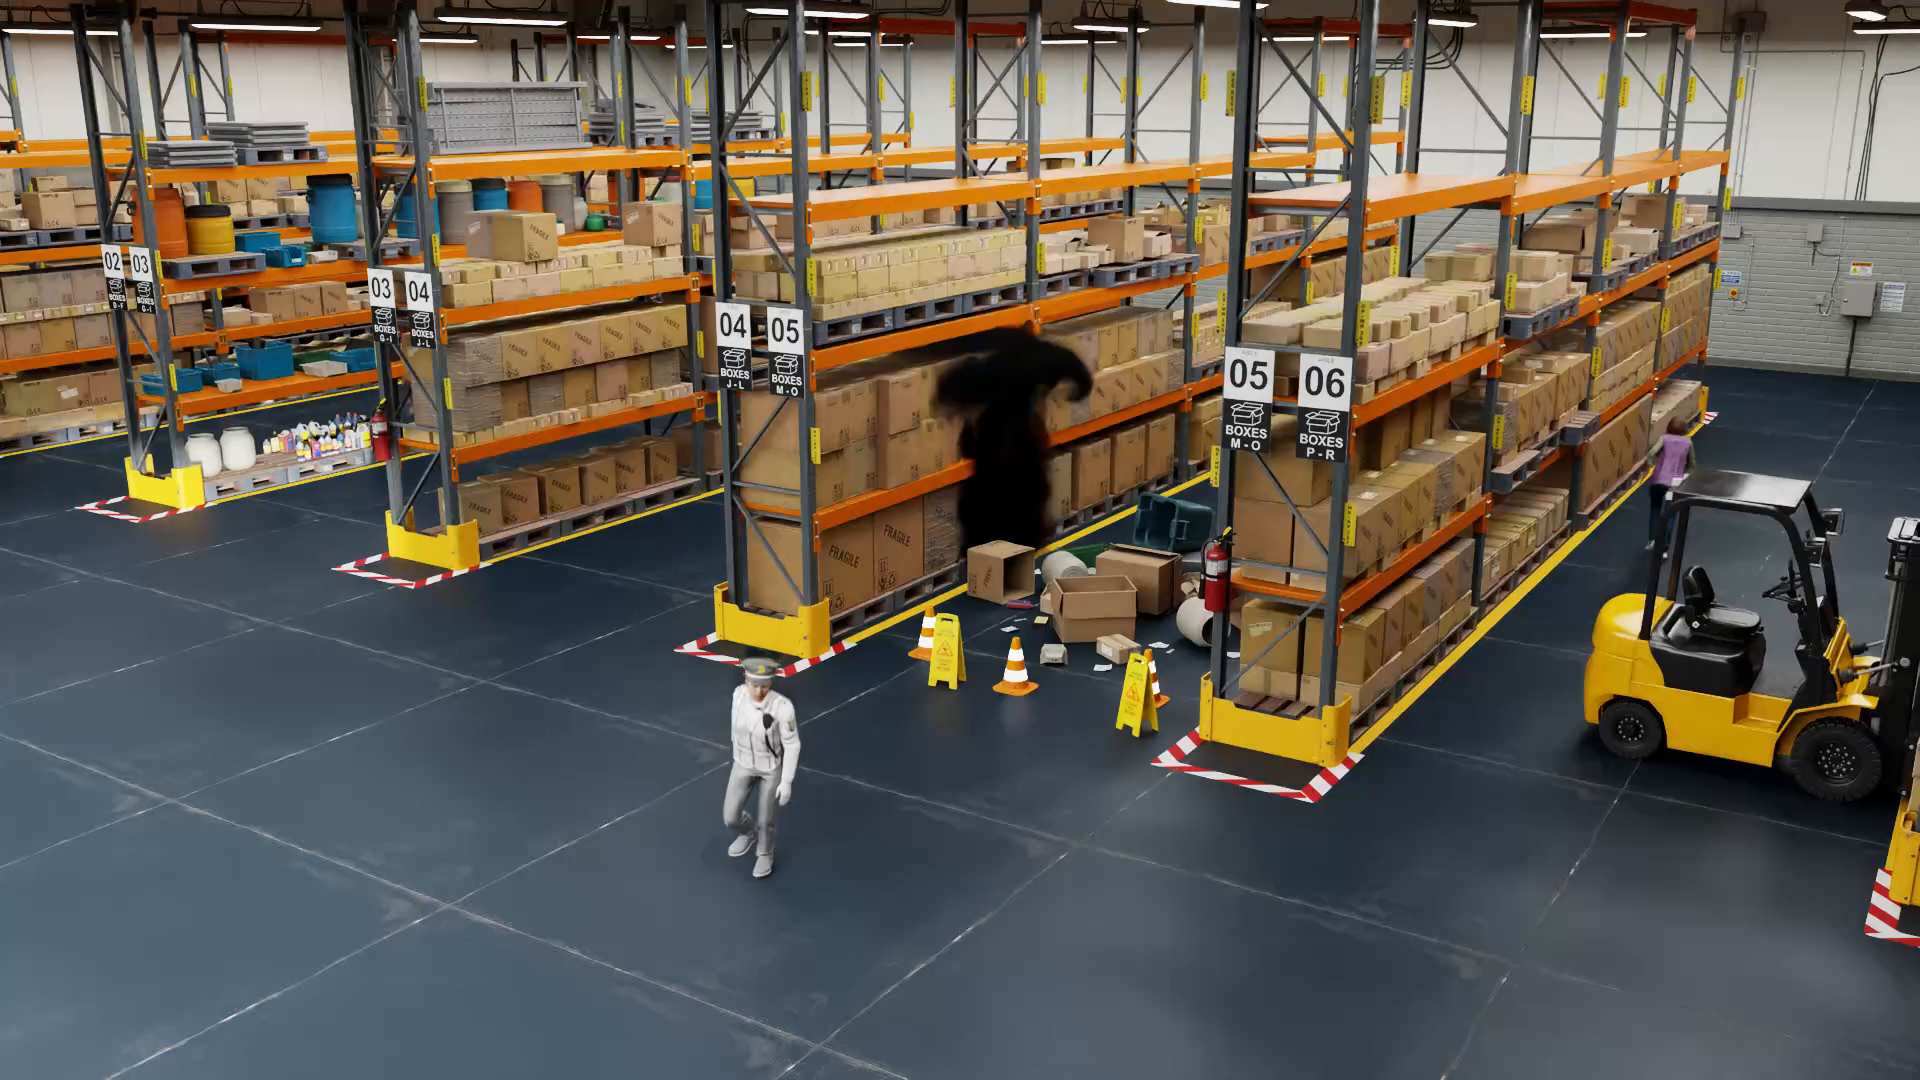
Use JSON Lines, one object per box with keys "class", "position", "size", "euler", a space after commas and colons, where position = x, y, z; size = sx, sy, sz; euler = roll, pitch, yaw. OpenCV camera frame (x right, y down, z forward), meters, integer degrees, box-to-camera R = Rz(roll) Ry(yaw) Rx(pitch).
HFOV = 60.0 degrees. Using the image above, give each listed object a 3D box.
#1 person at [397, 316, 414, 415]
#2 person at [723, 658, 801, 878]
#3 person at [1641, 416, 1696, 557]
{"class": "person", "position": [-8.657, -2.852, 26.363], "size": [0.518, 1.713, 0.805], "euler": [11, 19, 34]}
{"class": "person", "position": [-1.301, 1.483, 10.890], "size": [0.614, 1.610, 0.561], "euler": [4, 16, 14]}
{"class": "person", "position": [7.827, -0.577, 18.415], "size": [0.531, 1.558, 0.905], "euler": [7, 17, 25]}
